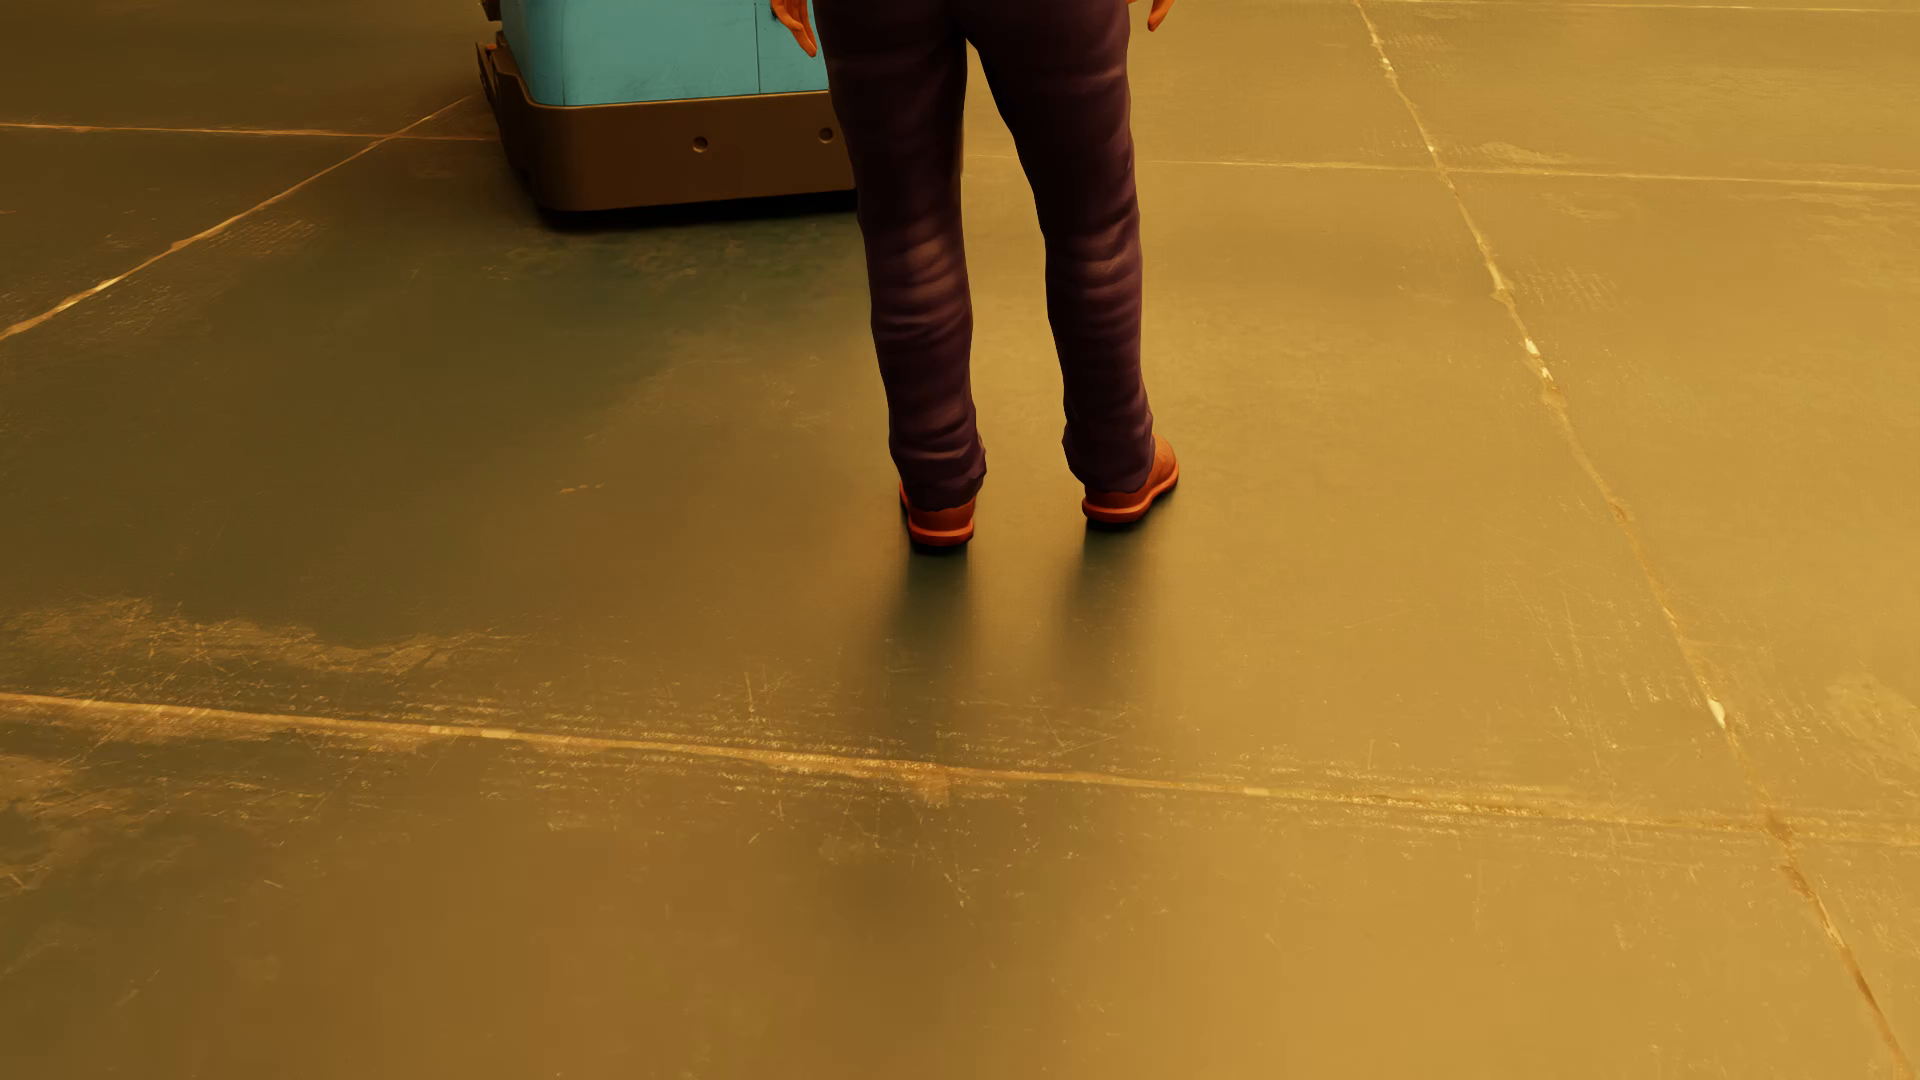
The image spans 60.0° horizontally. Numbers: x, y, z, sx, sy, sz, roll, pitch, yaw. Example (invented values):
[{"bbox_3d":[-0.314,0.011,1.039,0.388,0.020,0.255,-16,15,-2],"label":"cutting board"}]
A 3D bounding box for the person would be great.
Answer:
[{"bbox_3d":[0.035,-0.777,2.209,0.598,1.641,0.502,3,27,7],"label":"person"}]

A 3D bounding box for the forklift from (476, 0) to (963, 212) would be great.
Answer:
[{"bbox_3d":[-0.928,-2.713,4.655,1.130,2.935,3.031,-8,28,-16],"label":"forklift"}]
